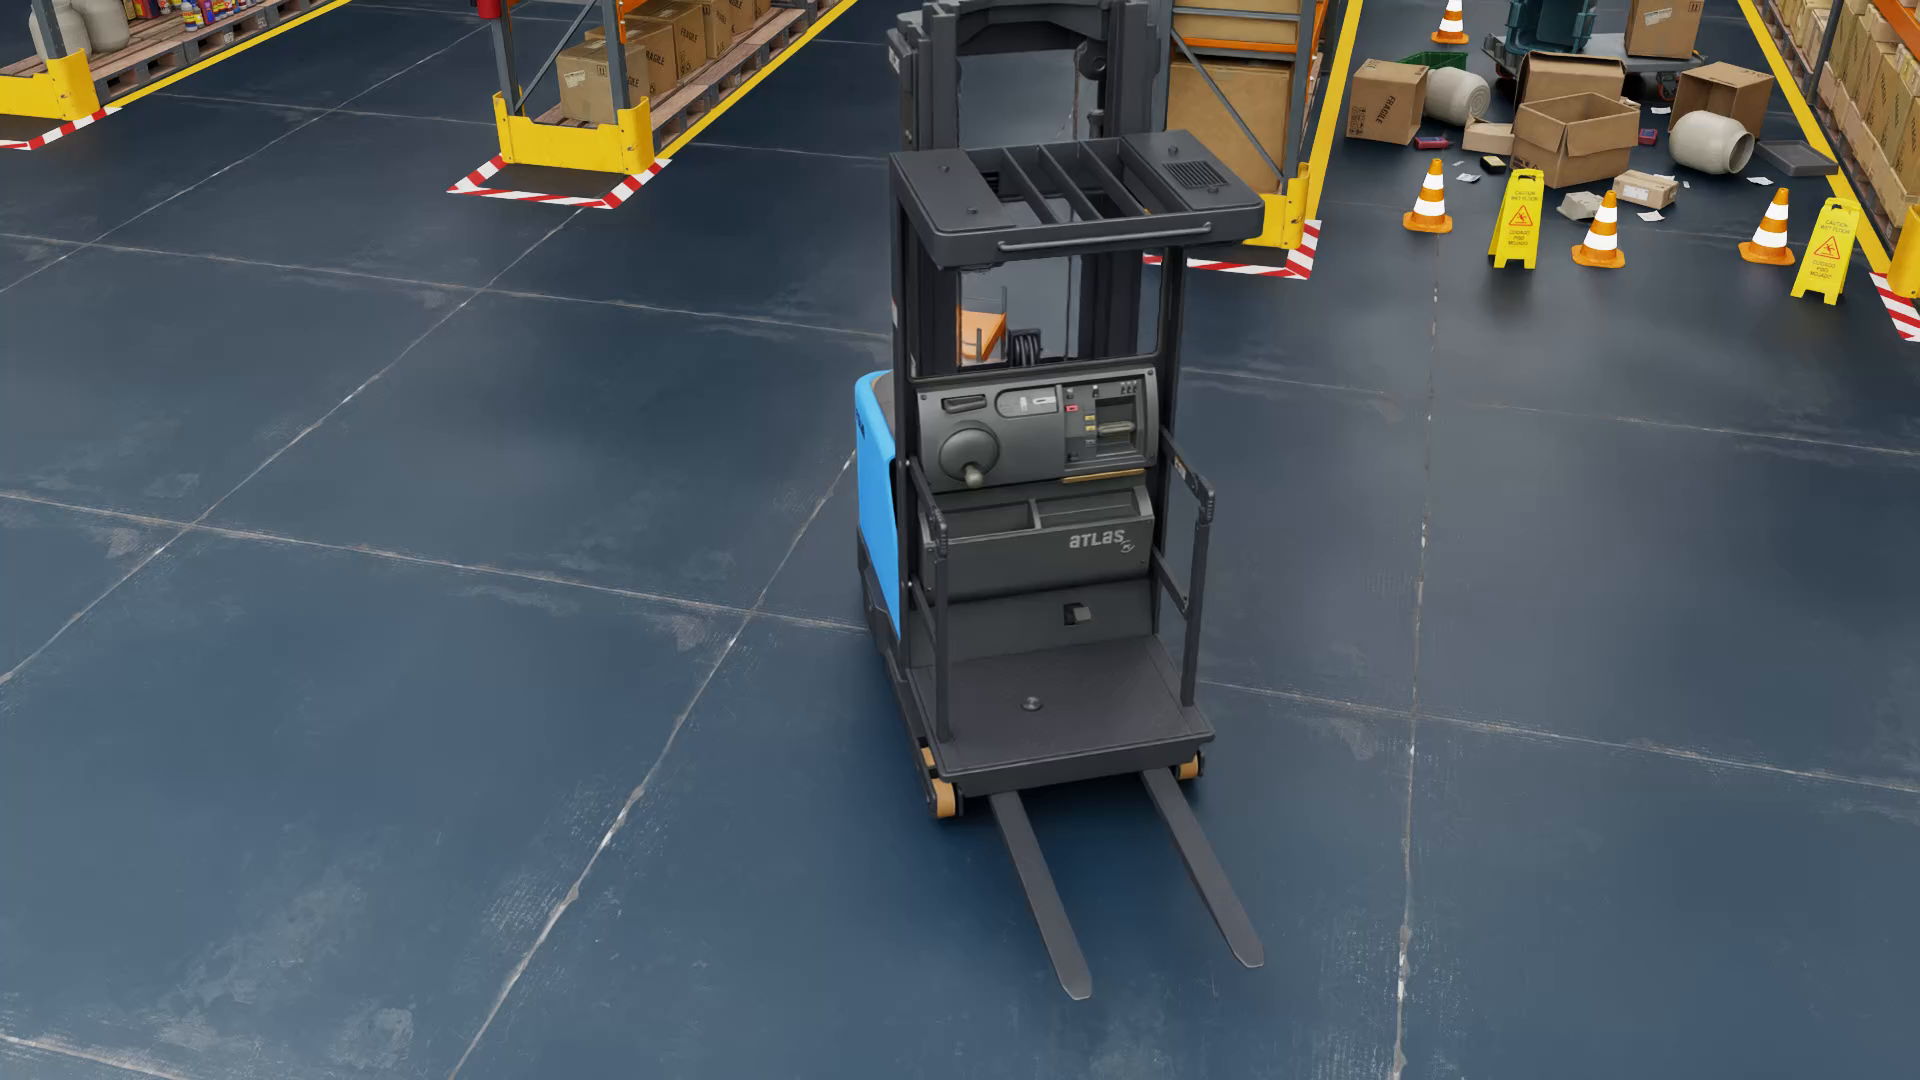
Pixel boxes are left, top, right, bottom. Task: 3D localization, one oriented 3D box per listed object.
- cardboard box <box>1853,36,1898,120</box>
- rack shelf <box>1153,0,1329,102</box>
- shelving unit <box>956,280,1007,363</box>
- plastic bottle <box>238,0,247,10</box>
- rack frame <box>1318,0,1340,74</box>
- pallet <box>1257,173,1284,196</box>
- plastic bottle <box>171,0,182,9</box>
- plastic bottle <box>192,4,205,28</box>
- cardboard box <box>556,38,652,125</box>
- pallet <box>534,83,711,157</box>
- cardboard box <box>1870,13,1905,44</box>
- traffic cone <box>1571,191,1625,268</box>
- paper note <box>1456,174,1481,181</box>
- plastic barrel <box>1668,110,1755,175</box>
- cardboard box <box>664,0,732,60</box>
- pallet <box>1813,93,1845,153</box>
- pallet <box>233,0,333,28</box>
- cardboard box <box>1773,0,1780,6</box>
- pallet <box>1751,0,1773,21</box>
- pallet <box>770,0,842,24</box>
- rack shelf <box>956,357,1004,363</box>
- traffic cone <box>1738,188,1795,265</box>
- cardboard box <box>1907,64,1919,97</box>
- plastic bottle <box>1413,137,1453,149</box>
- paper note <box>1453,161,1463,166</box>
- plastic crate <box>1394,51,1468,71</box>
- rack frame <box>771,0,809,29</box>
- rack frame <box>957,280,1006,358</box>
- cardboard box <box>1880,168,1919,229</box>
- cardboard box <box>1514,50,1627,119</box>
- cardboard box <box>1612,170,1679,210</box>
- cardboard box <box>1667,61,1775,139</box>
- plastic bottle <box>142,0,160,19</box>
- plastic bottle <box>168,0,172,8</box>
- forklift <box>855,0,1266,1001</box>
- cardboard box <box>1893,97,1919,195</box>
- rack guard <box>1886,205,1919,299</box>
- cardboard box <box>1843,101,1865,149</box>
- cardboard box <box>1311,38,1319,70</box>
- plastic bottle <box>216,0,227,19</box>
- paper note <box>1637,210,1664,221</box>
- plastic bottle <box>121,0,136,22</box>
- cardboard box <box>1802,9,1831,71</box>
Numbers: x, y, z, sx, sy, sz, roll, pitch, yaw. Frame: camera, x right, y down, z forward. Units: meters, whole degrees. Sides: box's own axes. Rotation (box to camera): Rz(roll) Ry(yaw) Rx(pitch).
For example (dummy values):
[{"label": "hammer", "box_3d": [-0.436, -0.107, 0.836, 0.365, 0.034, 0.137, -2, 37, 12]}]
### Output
[{"label": "cardboard box", "box_3d": [6.964, -3.397, 12.271, 0.500, 0.500, 0.500, 10, 34, 15]}, {"label": "rack shelf", "box_3d": [2.311, -4.162, 12.671, 1.077, 0.370, 4.000, 8, 33, 12]}, {"label": "shelving unit", "box_3d": [0.041, -0.594, 8.066, 0.258, 1.200, 0.503, 8, 33, 12]}, {"label": "plastic bottle", "box_3d": [-6.808, -5.121, 15.707, 0.097, 0.201, 0.097, 0, 32, 0]}, {"label": "rack frame", "box_3d": [2.819, -5.503, 14.111, 1.000, 3.000, 0.127, 8, 33, 12]}, {"label": "pallet", "box_3d": [1.931, -2.676, 12.263, 1.003, 0.211, 1.213, 8, 33, 12]}, {"label": "plastic bottle", "box_3d": [-7.425, -5.139, 15.736, 0.097, 0.201, 0.097, 0, 32, 0]}, {"label": "plastic bottle", "box_3d": [-6.971, -4.787, 15.182, 0.097, 0.201, 0.097, 0, 32, 0]}, {"label": "cardboard box", "box_3d": [-2.794, -3.599, 13.054, 0.500, 0.500, 0.500, 14, 35, 21]}, {"label": "pallet", "box_3d": [-2.709, -3.435, 13.456, 1.003, 0.211, 1.213, 8, 33, 12]}, {"label": "cardboard box", "box_3d": [6.938, -3.756, 12.230, 0.380, 0.149, 0.250, 10, 34, 15]}, {"label": "traffic cone", "box_3d": [4.319, -2.109, 11.136, 0.336, 0.463, 0.334, 8, 33, 12]}, {"label": "paper note", "box_3d": [3.833, -2.735, 12.525, 0.144, 0.017, 0.142, 20, 38, 29]}, {"label": "plastic barrel", "box_3d": [5.677, -2.997, 12.569, 0.421, 0.421, 0.512, -21, 38, -29]}, {"label": "cardboard box", "box_3d": [-2.313, -4.520, 14.503, 0.500, 0.500, 0.500, 5, 33, 8]}, {"label": "pallet", "box_3d": [7.496, -3.352, 13.325, 1.003, 0.211, 1.213, 8, 33, 12]}, {"label": "pallet", "box_3d": [-6.955, -5.386, 16.525, 1.003, 0.211, 1.213, 8, 33, 12]}, {"label": "cardboard box", "box_3d": [8.315, -5.350, 15.927, 0.950, 0.372, 0.625, 7, 33, 11]}, {"label": "pallet", "box_3d": [8.448, -5.375, 16.509, 1.003, 0.211, 1.213, 8, 33, 12]}, {"label": "pallet", "box_3d": [-1.757, -5.458, 16.639, 1.003, 0.211, 1.213, 8, 33, 12]}, {"label": "rack shelf", "box_3d": [0.041, -0.726, 7.982, 0.258, 0.148, 0.480, 8, 33, 12]}, {"label": "traffic cone", "box_3d": [5.479, -2.134, 11.176, 0.336, 0.463, 0.334, 8, 33, 12]}, {"label": "cardboard box", "box_3d": [6.597, -3.064, 11.142, 0.380, 0.149, 0.250, 9, 34, 14]}, {"label": "plastic bottle", "box_3d": [3.739, -3.135, 13.125, 0.283, 0.061, 0.133, -3, 33, -4]}, {"label": "paper note", "box_3d": [3.838, -2.901, 12.804, 0.032, 0.001, 0.123, 28, 42, 36]}, {"label": "plastic crate", "box_3d": [4.042, -4.072, 14.427, 0.662, 0.188, 0.450, -28, 32, -37]}, {"label": "rack frame", "box_3d": [-1.953, -6.231, 15.255, 1.000, 3.000, 0.127, 8, 33, 12]}, {"label": "rack frame", "box_3d": [0.103, -0.721, 8.265, 0.240, 1.200, 0.015, 8, 33, 12]}, {"label": "cardboard box", "box_3d": [6.568, -2.291, 11.230, 0.500, 0.250, 0.500, 8, 33, 12]}, {"label": "cardboard box", "box_3d": [4.844, -3.552, 13.242, 0.797, 0.637, 0.503, 8, 33, 12]}, {"label": "cardboard box", "box_3d": [4.996, -2.558, 12.135, 0.380, 0.149, 0.250, 28, 42, 36]}, {"label": "cardboard box", "box_3d": [6.044, -3.457, 13.220, 0.500, 0.500, 0.500, -21, 38, -29]}, {"label": "plastic bottle", "box_3d": [-7.523, -4.995, 15.432, 0.061, 0.283, 0.133, 8, 33, 12]}, {"label": "plastic bottle", "box_3d": [-7.553, -5.196, 15.686, 0.144, 0.351, 0.185, 9, 34, 14]}, {"label": "forklift", "box_3d": [0.352, -0.369, 6.098, 1.130, 2.935, 3.031, -7, 33, -11]}, {"label": "cardboard box", "box_3d": [6.568, -2.591, 11.002, 0.500, 0.500, 0.500, 8, 33, 13]}, {"label": "rack guard", "box_3d": [6.637, -1.791, 10.601, 1.175, 0.500, 0.348, 8, 33, 12]}, {"label": "cardboard box", "box_3d": [6.965, -3.075, 12.463, 0.500, 0.250, 0.500, 8, 33, 12]}, {"label": "cardboard box", "box_3d": [2.592, -4.467, 14.070, 0.875, 0.875, 0.875, 9, 33, 13]}, {"label": "plastic bottle", "box_3d": [-6.885, -4.992, 15.440, 0.097, 0.271, 0.097, 0, 32, 0]}, {"label": "paper note", "box_3d": [4.932, -2.315, 11.862, 0.148, 0.019, 0.142, -3, 33, -4]}, {"label": "plastic bottle", "box_3d": [-7.705, -4.945, 15.354, 0.061, 0.283, 0.133, 9, 33, 14]}, {"label": "cardboard box", "box_3d": [7.763, -4.223, 14.154, 0.950, 0.372, 0.625, 8, 33, 13]}]
